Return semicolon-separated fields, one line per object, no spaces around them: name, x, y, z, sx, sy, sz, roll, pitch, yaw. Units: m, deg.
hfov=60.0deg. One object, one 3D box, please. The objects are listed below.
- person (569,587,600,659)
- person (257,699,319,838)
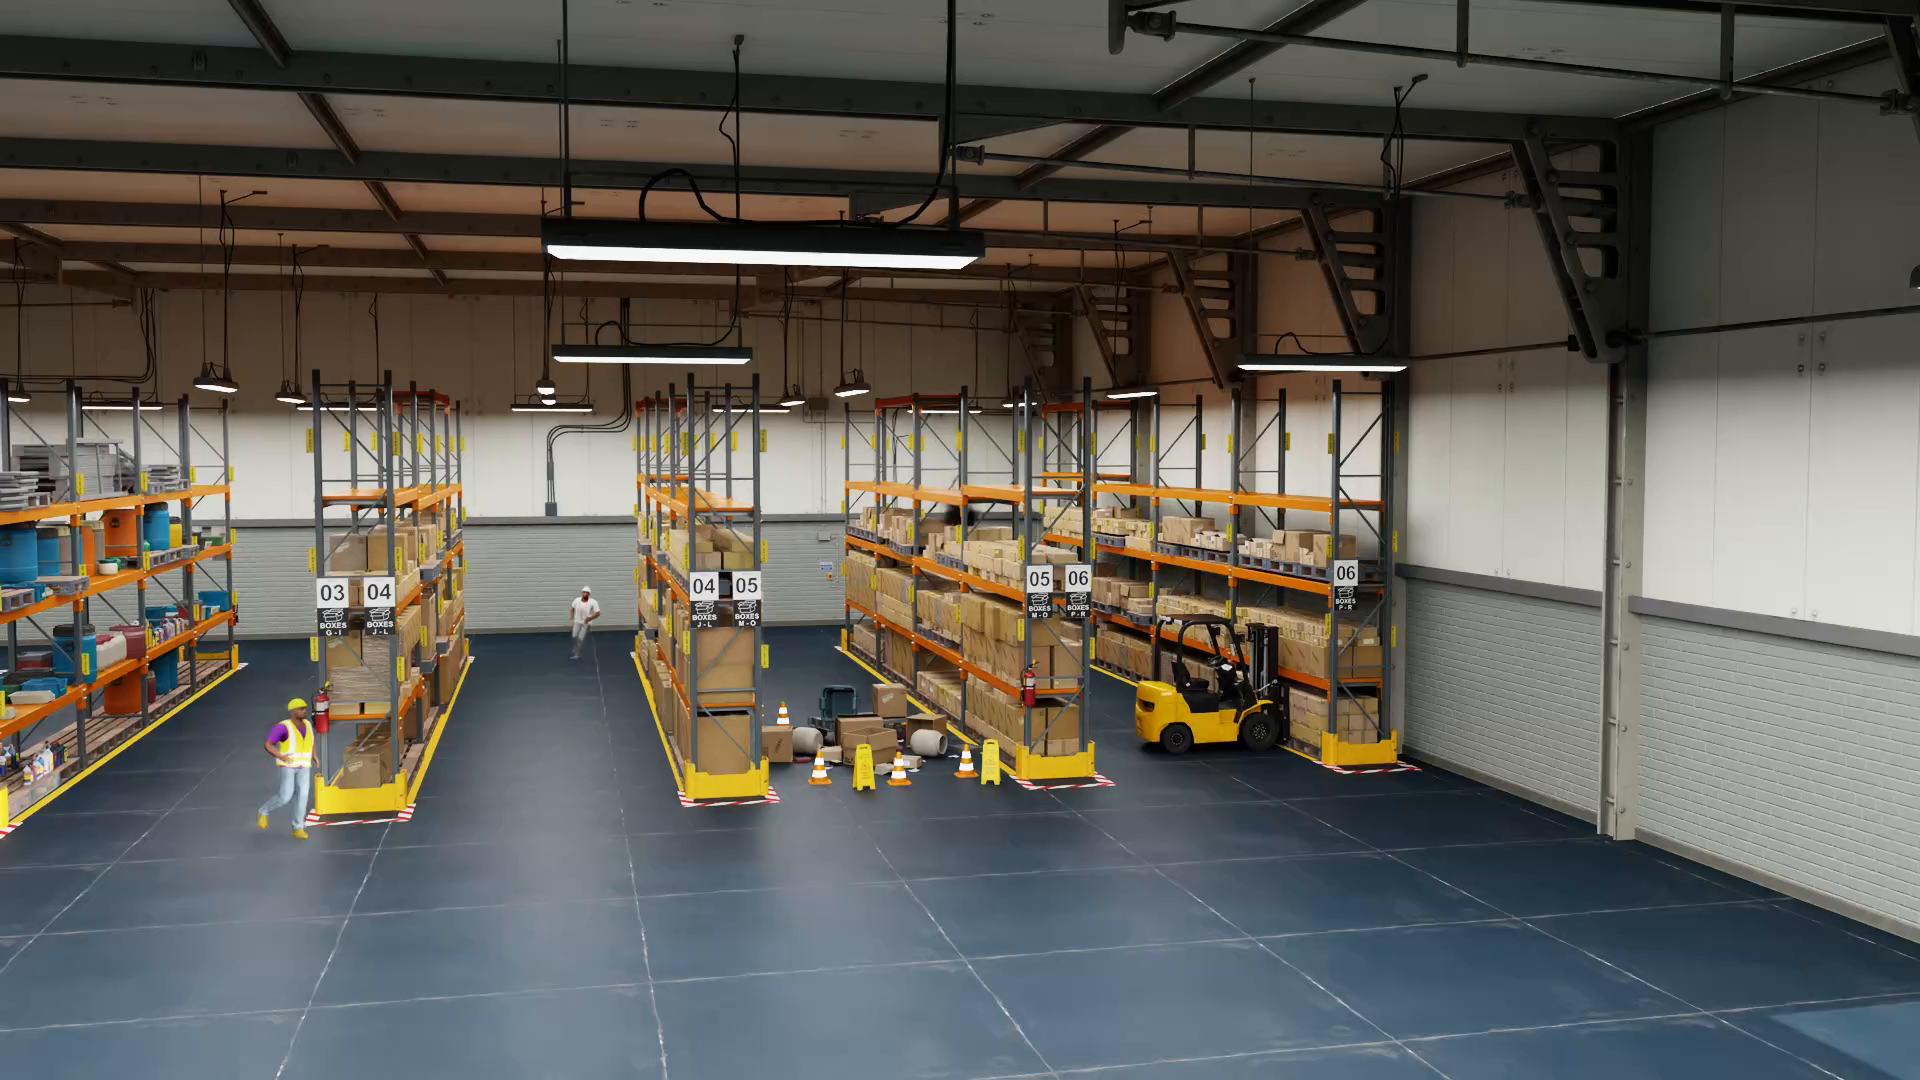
person;-8.720;1.933;38.547;0.720;1.699;0.578;0;3;2
person;-8.514;2.902;21.322;0.918;1.724;0.765;2;4;34
